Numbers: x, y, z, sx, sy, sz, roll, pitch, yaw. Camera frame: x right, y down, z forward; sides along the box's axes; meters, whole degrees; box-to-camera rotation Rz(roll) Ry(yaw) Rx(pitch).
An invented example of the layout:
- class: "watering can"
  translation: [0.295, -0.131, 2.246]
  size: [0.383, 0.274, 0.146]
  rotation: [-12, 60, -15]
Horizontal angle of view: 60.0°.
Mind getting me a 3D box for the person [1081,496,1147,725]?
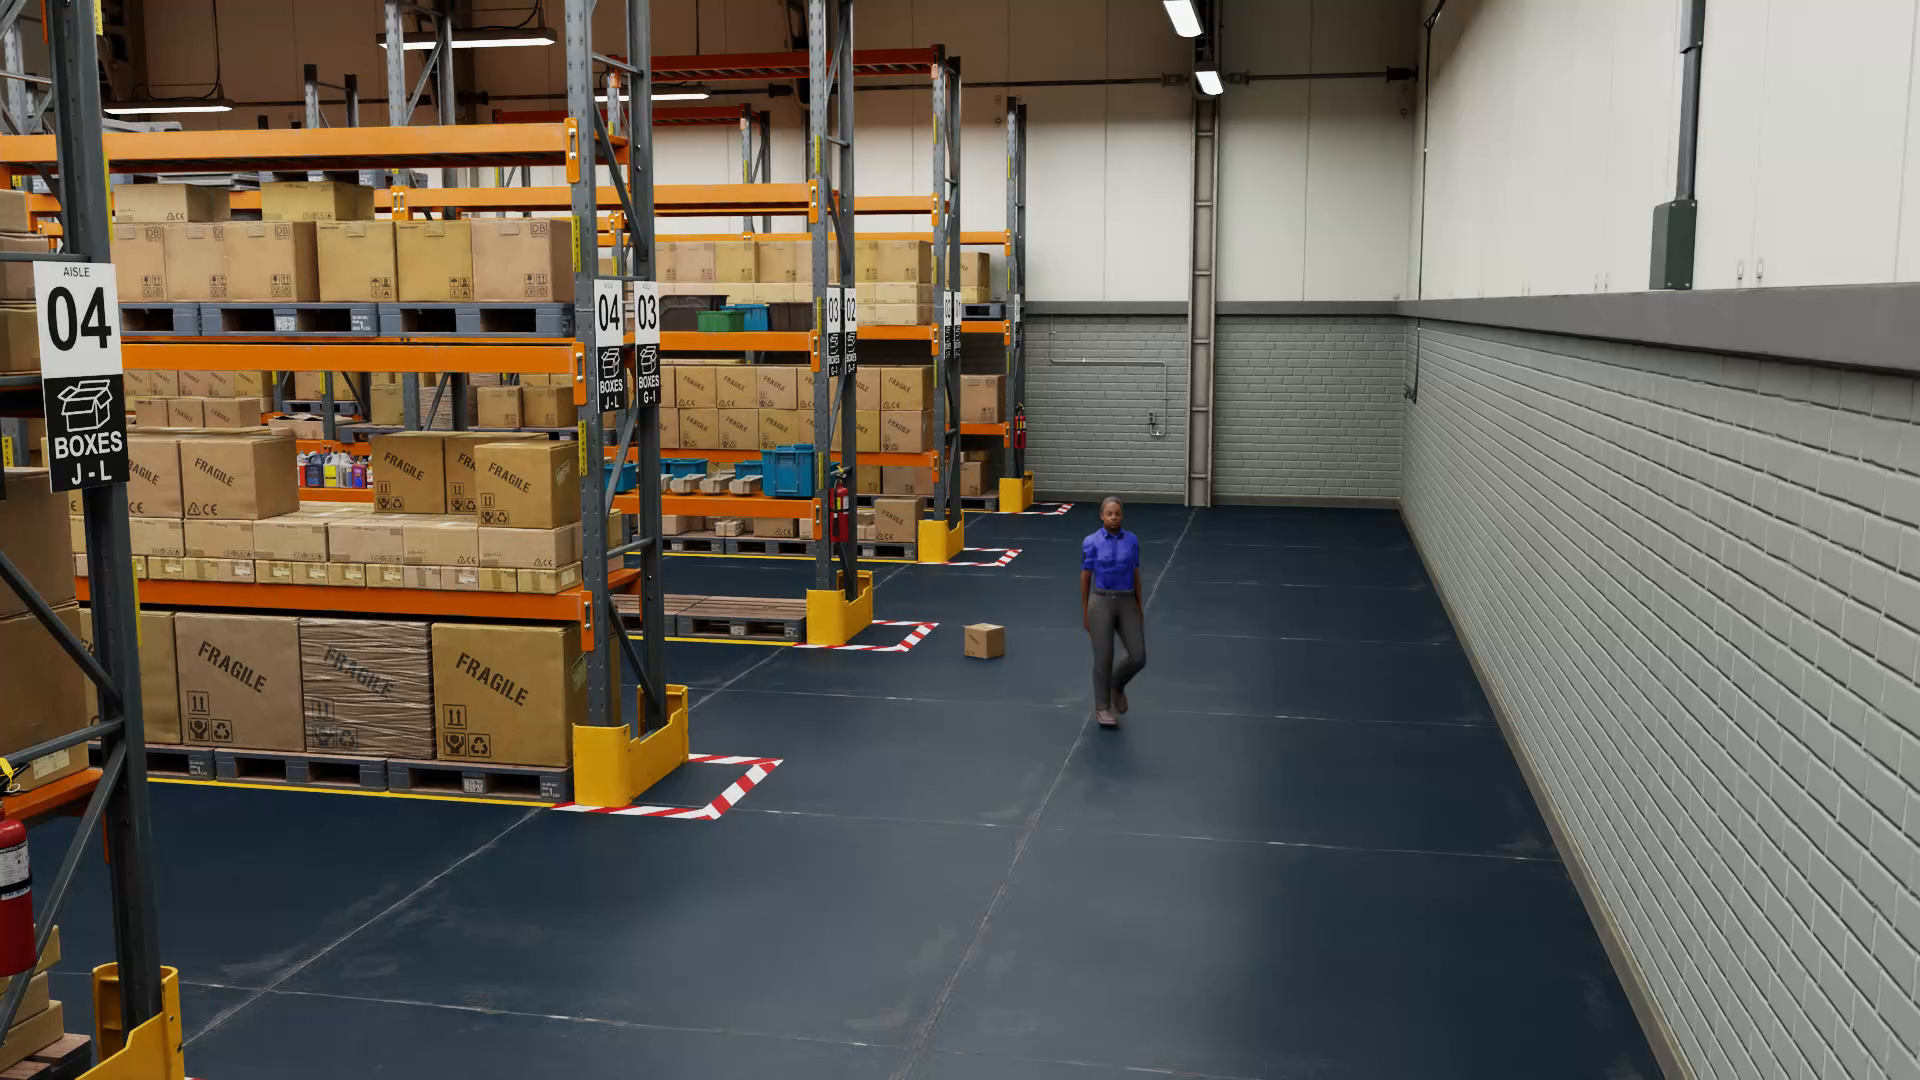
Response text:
- class: "person"
  translation: [1.114, 0.505, 12.081]
  size: [0.472, 1.651, 0.449]
  rotation: [-2, 8, -13]
